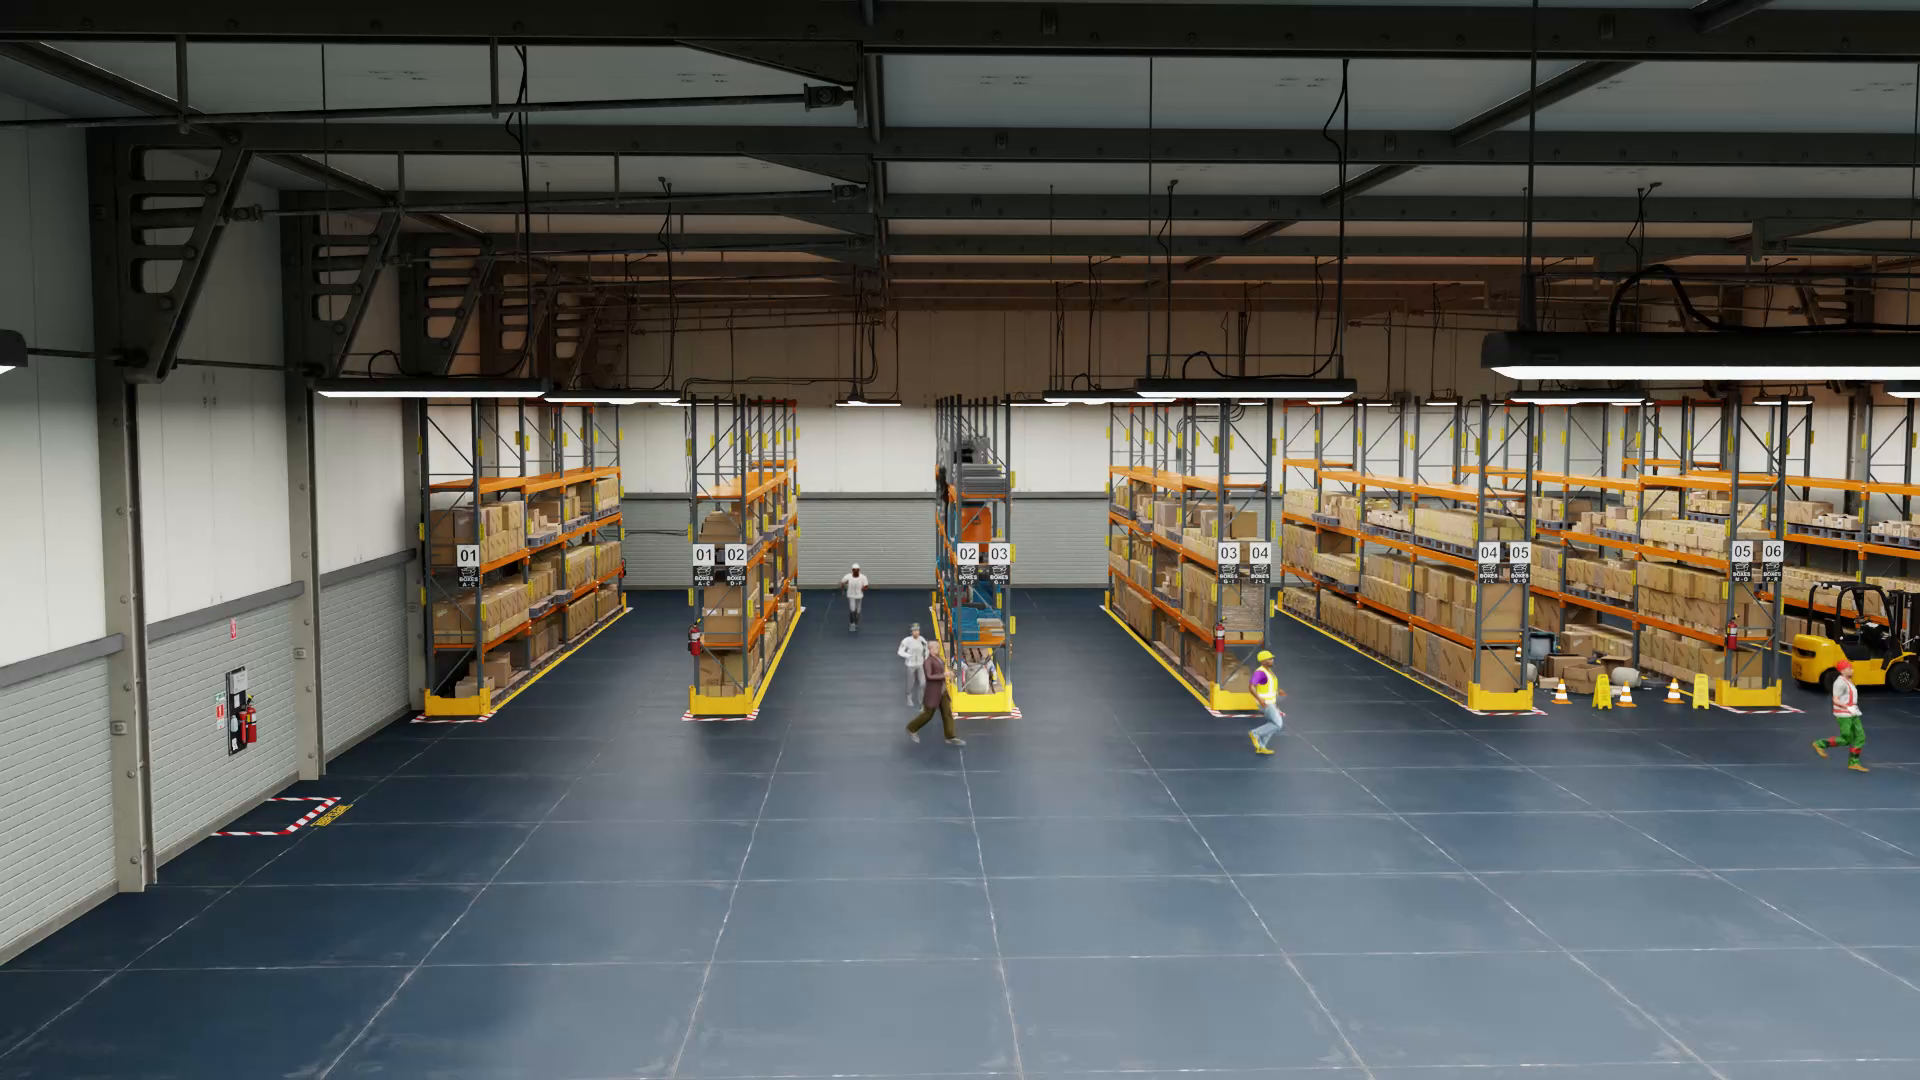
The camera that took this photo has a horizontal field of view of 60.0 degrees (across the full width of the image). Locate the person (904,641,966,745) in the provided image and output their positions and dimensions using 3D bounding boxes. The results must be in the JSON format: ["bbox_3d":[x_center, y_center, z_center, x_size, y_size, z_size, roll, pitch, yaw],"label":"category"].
[{"bbox_3d":[-0.423,2.584,28.191,1.075,1.756,0.704,2,5,26],"label":"person"}]

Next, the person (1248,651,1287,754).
[{"bbox_3d":[5.101,2.694,27.550,0.576,1.720,0.691,2,5,23],"label":"person"}]

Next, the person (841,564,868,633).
[{"bbox_3d":[-2.685,1.494,42.631,0.669,1.787,0.808,-1,5,-13],"label":"person"}]

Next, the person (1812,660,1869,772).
[{"bbox_3d":[14.053,2.778,26.459,0.825,1.754,0.669,4,6,42],"label":"person"}]

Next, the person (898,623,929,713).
[{"bbox_3d":[-0.863,2.409,31.506,0.645,1.715,0.900,-1,5,-15],"label":"person"}]
